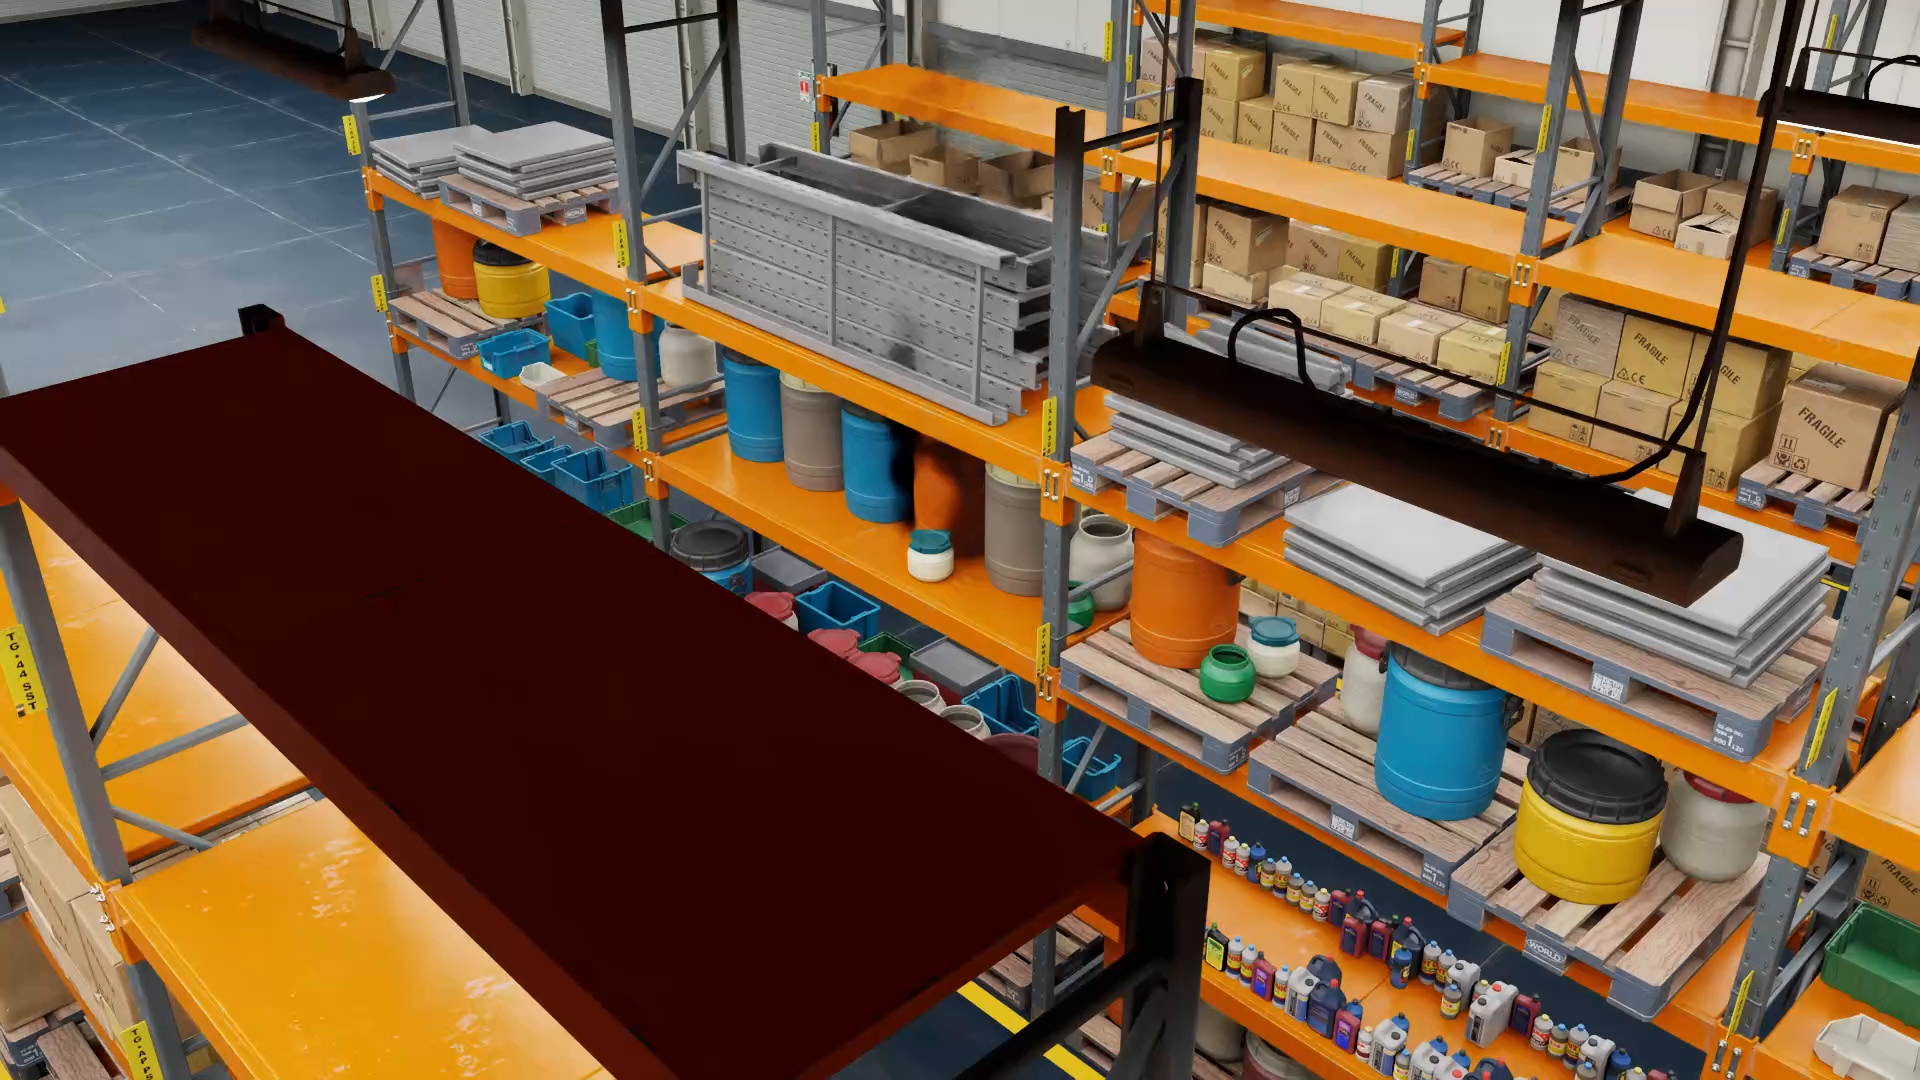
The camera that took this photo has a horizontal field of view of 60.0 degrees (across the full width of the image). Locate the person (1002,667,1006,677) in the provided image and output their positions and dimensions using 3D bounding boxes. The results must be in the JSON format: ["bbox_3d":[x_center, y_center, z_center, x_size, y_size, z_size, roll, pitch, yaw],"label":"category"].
[{"bbox_3d":[0.176,0.328,13.783,0.577,1.752,0.677,15,32,26],"label":"person"}]
